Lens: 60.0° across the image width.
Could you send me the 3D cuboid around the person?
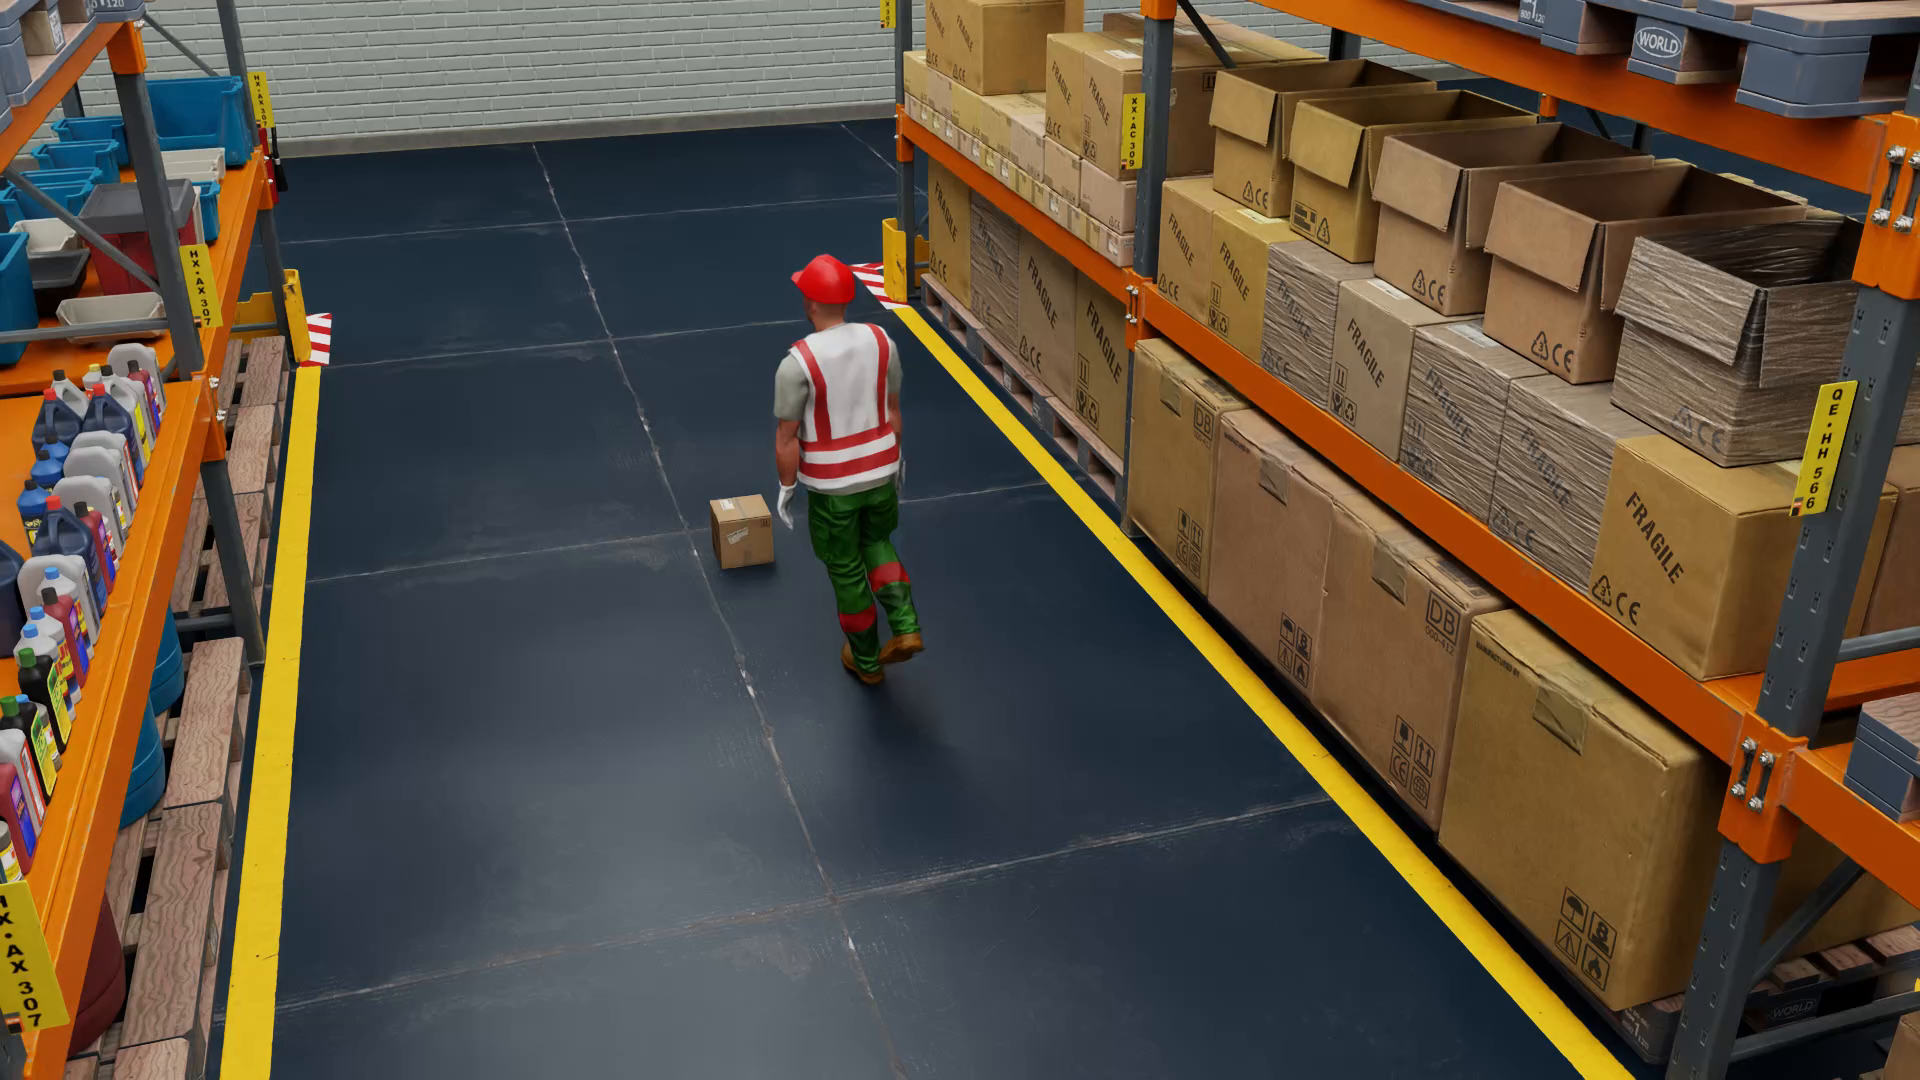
[{"bbox_3d":[-0.411,-0.218,6.496,0.597,1.784,0.550,-14,29,-26],"label":"person"}]
